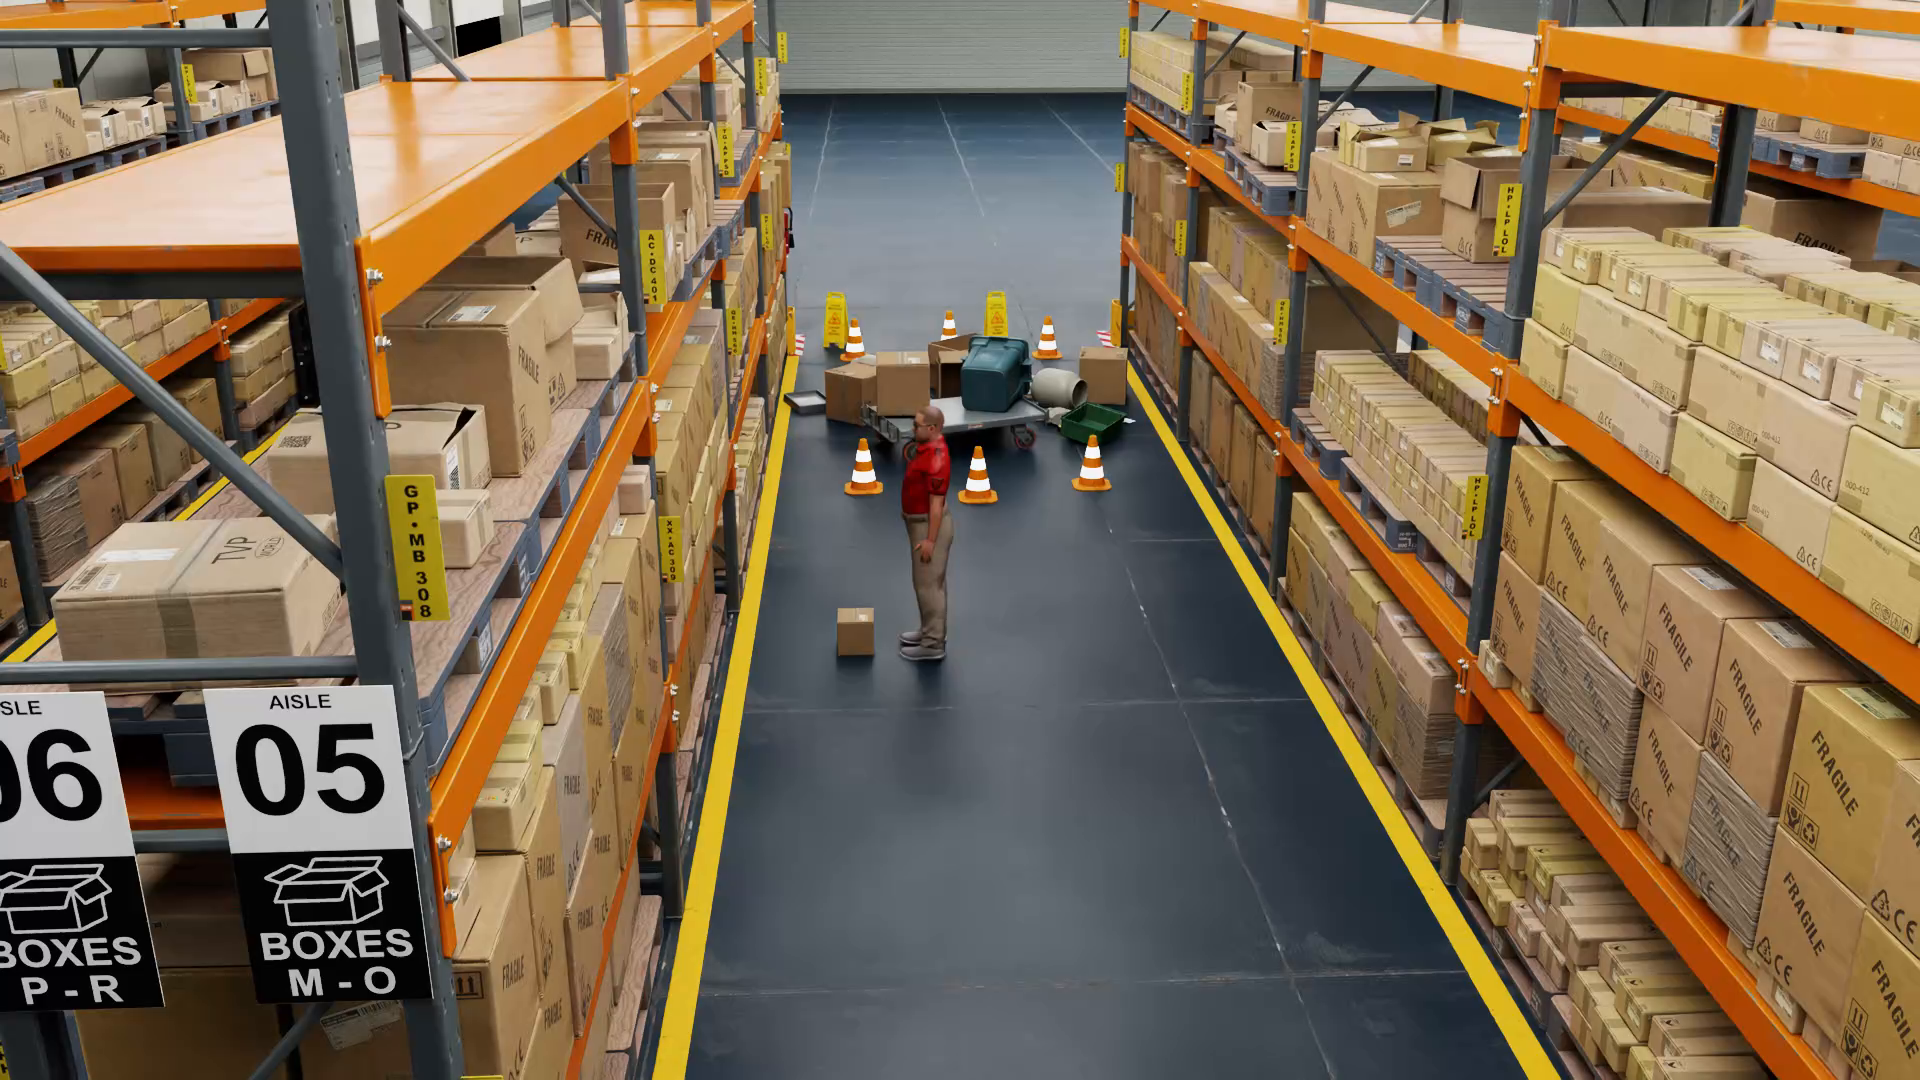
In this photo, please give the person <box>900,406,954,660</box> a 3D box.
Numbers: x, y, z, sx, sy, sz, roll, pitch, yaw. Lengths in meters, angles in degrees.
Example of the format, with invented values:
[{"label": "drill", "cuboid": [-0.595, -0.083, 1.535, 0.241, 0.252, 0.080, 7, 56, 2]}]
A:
[{"label": "person", "cuboid": [-0.234, -0.064, 11.284, 0.377, 1.740, 0.550, -1, 20, -3]}]
